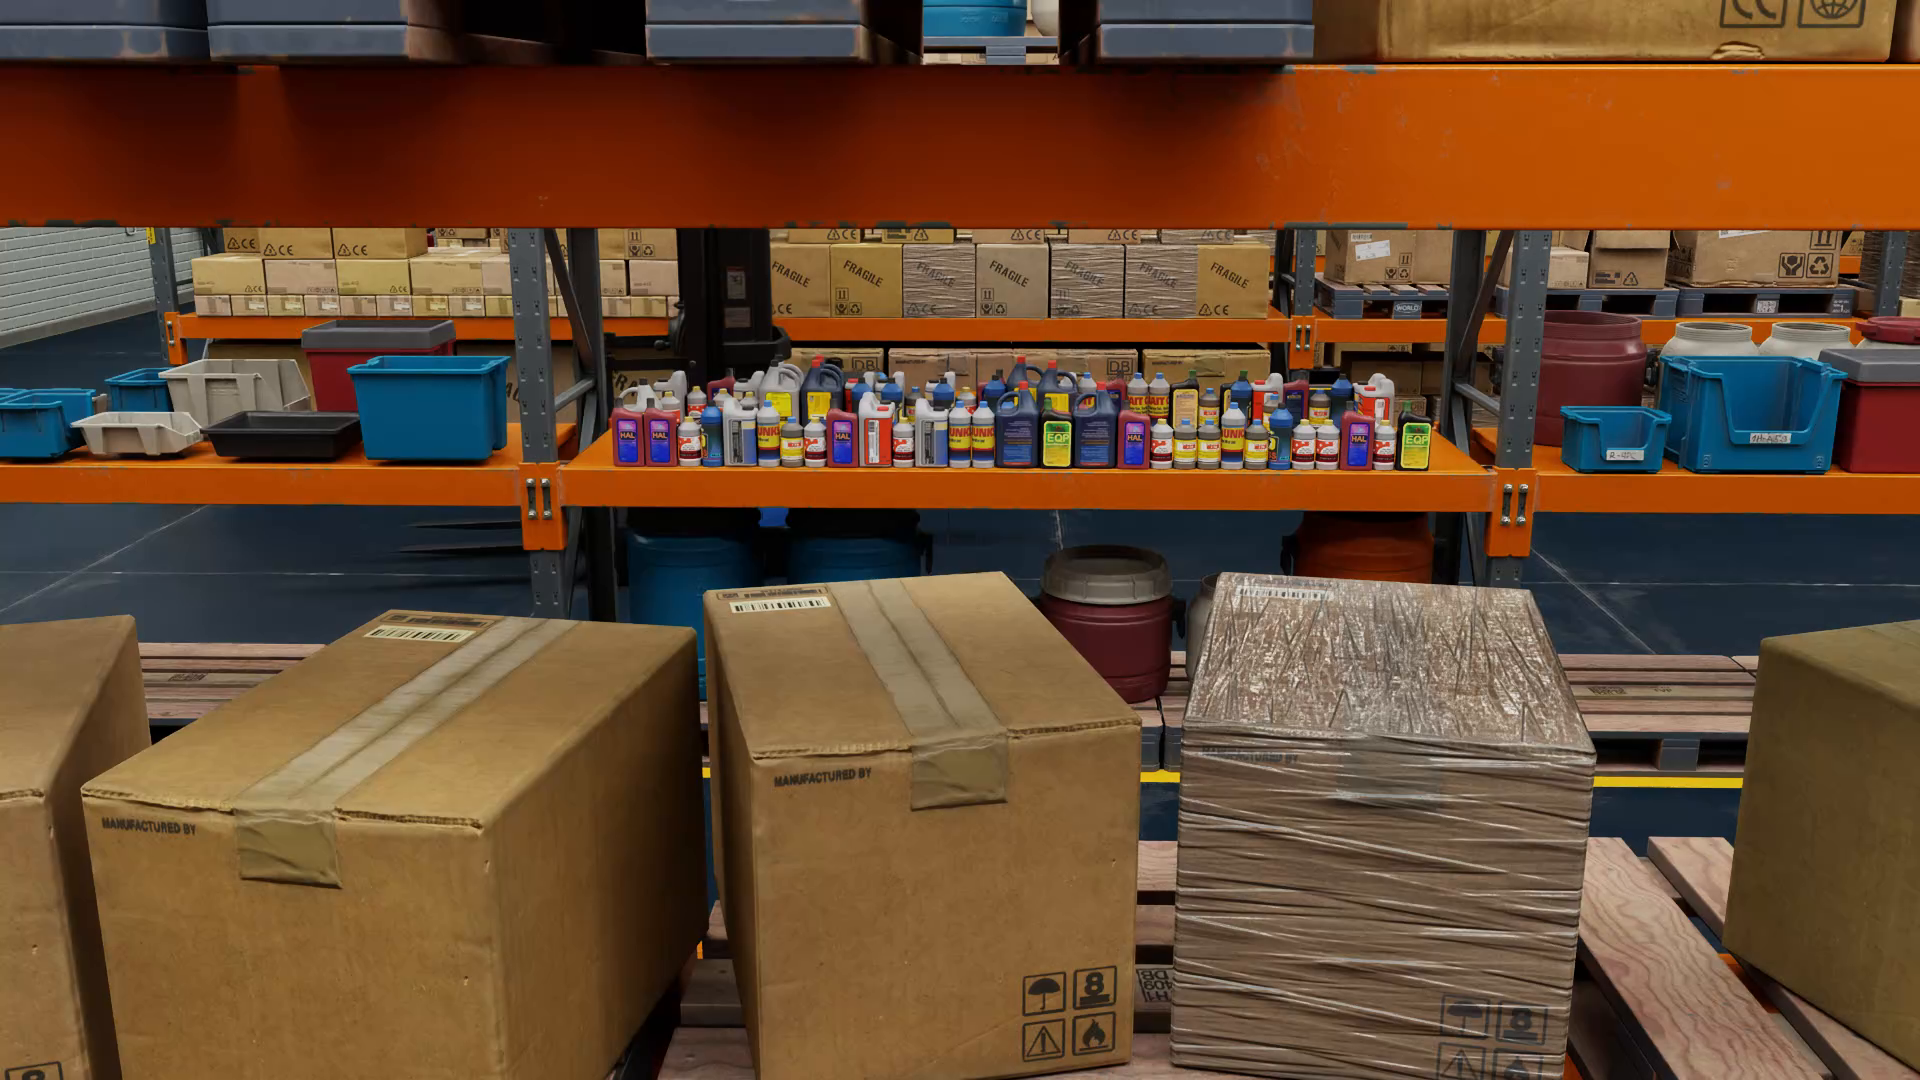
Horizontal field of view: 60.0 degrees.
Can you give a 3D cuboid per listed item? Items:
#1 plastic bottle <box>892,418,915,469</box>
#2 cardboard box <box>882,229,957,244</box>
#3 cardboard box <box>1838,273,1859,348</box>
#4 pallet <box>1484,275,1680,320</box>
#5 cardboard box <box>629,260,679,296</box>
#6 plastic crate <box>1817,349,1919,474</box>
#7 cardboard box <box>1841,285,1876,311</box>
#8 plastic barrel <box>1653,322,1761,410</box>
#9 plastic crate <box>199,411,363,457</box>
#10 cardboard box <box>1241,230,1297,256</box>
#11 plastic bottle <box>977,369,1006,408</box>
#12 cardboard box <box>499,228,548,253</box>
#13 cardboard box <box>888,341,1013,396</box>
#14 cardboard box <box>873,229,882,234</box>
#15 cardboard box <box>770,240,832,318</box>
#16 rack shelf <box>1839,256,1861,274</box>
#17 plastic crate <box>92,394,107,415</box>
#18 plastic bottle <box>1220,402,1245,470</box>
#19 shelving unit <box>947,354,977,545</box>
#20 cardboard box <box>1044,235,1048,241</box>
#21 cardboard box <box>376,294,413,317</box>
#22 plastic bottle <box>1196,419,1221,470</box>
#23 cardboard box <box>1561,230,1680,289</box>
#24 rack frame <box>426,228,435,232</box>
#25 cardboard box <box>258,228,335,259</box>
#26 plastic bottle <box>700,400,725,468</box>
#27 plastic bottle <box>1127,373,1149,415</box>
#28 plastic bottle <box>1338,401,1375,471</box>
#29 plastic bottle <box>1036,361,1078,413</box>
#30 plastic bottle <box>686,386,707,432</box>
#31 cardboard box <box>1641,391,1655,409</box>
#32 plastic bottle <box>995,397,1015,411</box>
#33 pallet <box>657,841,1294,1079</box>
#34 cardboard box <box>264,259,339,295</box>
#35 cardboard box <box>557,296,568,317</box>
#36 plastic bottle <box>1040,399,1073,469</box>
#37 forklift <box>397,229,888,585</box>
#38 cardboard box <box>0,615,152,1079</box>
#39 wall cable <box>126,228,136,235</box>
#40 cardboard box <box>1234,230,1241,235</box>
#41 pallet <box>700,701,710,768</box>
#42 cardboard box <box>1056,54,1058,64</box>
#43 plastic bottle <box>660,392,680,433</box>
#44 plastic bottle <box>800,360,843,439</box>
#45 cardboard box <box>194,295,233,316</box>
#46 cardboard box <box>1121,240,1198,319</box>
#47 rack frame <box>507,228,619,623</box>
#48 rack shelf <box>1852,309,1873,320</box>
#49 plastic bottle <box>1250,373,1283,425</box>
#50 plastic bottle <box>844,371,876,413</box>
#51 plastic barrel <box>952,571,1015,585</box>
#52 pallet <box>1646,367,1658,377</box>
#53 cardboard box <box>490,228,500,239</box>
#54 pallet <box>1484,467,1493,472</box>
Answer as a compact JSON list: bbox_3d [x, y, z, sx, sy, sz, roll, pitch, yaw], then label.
[{"bbox_3d":[-0.233,-0.404,6.882,0.097,0.201,0.097,0,15,0],"label":"plastic bottle"},{"bbox_3d":[-0.276,-2.401,11.899,0.637,0.503,0.797,1,15,2],"label":"cardboard box"},{"bbox_3d":[9.064,-2.232,16.762,0.875,0.875,0.875,0,15,1],"label":"cardboard box"},{"bbox_3d":[4.378,-1.756,11.992,1.213,0.211,1.003,0,15,1],"label":"pallet"},{"bbox_3d":[-2.048,-1.885,11.814,0.500,0.250,0.500,0,15,0],"label":"cardboard box"},{"bbox_3d":[3.880,-0.531,6.846,0.583,0.464,0.402,0,15,1],"label":"plastic crate"},{"bbox_3d":[6.620,-1.777,12.189,0.250,0.149,0.380,0,15,1],"label":"cardboard box"},{"bbox_3d":[3.306,-0.690,7.357,0.421,0.512,0.421,0,15,0],"label":"plastic barrel"},{"bbox_3d":[-2.853,-0.449,7.084,0.590,0.125,0.437,0,15,1],"label":"plastic crate"},{"bbox_3d":[3.068,-3.092,16.484,0.500,0.500,0.500,1,15,2],"label":"cardboard box"},{"bbox_3d":[0.144,-0.640,7.614,0.133,0.283,0.061,0,15,1],"label":"plastic bottle"},{"bbox_3d":[-3.085,-2.387,12.249,0.500,0.500,0.500,0,15,0],"label":"cardboard box"},{"bbox_3d":[-0.067,-1.048,12.276,0.875,0.875,1.225,0,15,-1],"label":"cardboard box"},{"bbox_3d":[-0.713,-3.103,16.391,0.250,0.149,0.380,1,15,2],"label":"cardboard box"},{"bbox_3d":[-1.147,-1.859,11.810,0.500,0.500,0.500,0,15,2],"label":"cardboard box"},{"bbox_3d":[8.624,-2.729,16.713,4.000,0.370,1.077,0,15,1],"label":"rack shelf"},{"bbox_3d":[-4.041,-0.584,7.574,0.250,0.136,0.298,0,15,1],"label":"plastic crate"},{"bbox_3d":[1.122,-0.429,6.840,0.097,0.271,0.097,0,15,0],"label":"plastic bottle"},{"bbox_3d":[0.014,-0.580,10.687,0.189,1.200,0.258,0,15,1],"label":"shelving unit"},{"bbox_3d":[0.392,-1.981,12.274,0.500,0.500,0.500,0,15,2],"label":"cardboard box"},{"bbox_3d":[-3.967,-1.688,11.850,0.250,0.149,0.380,0,15,1],"label":"cardboard box"},{"bbox_3d":[1.025,-0.396,6.851,0.097,0.201,0.097,0,15,0],"label":"plastic bottle"},{"bbox_3d":[4.662,-2.066,11.765,0.637,0.503,0.797,2,15,7],"label":"cardboard box"},{"bbox_3d":[-5.371,-3.168,16.967,0.127,3.000,1.000,0,15,1],"label":"rack frame"},{"bbox_3d":[-4.626,-2.262,11.775,0.500,0.500,0.500,0,15,0],"label":"cardboard box"},{"bbox_3d":[-1.025,-0.443,6.893,0.097,0.271,0.097,0,15,0],"label":"plastic bottle"},{"bbox_3d":[0.809,-0.625,7.582,0.097,0.271,0.097,0,15,0],"label":"plastic bottle"},{"bbox_3d":[1.626,-0.427,6.808,0.133,0.283,0.061,0,15,1],"label":"plastic bottle"},{"bbox_3d":[0.432,-0.621,7.411,0.185,0.351,0.144,0,15,1],"label":"plastic bottle"},{"bbox_3d":[-1.208,-0.604,7.640,0.097,0.201,0.097,0,15,0],"label":"plastic bottle"},{"bbox_3d":[4.748,-0.850,12.221,0.500,0.500,0.700,-1,15,-3],"label":"cardboard box"},{"bbox_3d":[0.197,-0.472,7.002,0.097,0.271,0.097,0,15,0],"label":"plastic bottle"},{"bbox_3d":[0.198,0.756,2.470,1.213,0.211,1.003,0,15,1],"label":"pallet"},{"bbox_3d":[-4.606,-1.901,11.877,0.500,0.250,0.500,0,15,1],"label":"cardboard box"},{"bbox_3d":[-2.684,-1.679,11.818,0.250,0.149,0.380,1,15,2],"label":"cardboard box"},{"bbox_3d":[0.396,-0.435,6.838,0.133,0.283,0.061,0,15,1],"label":"plastic bottle"},{"bbox_3d":[-1.870,-1.294,9.999,3.031,2.935,1.130,-3,15,-11],"label":"forklift"},{"bbox_3d":[-1.389,0.458,2.207,0.500,0.500,0.700,-5,16,-17],"label":"cardboard box"},{"bbox_3d":[-10.983,-4.968,21.737,0.123,1.953,0.585,0,15,1],"label":"wall cable"},{"bbox_3d":[3.083,-3.230,17.005,0.500,0.500,0.500,0,15,1],"label":"cardboard box"},{"bbox_3d":[-0.956,0.750,7.585,1.213,0.211,1.003,0,15,1],"label":"pallet"},{"bbox_3d":[0.922,-3.522,11.410,0.500,0.500,0.500,1,15,4],"label":"cardboard box"},{"bbox_3d":[-1.309,-0.566,7.496,0.097,0.201,0.097,0,15,0],"label":"plastic bottle"},{"bbox_3d":[-0.618,-0.630,7.445,0.185,0.351,0.144,0,15,1],"label":"plastic bottle"},{"bbox_3d":[-5.252,-1.696,11.879,0.250,0.149,0.380,1,15,2],"label":"cardboard box"},{"bbox_3d":[1.401,-1.845,11.755,0.500,0.500,0.500,0,15,1],"label":"cardboard box"},{"bbox_3d":[-1.727,-0.614,7.289,0.127,3.000,1.000,0,15,1],"label":"rack frame"},{"bbox_3d":[8.397,-1.464,11.921,4.000,0.370,1.077,0,15,1],"label":"rack shelf"},{"bbox_3d":[1.385,-0.617,7.540,0.135,0.276,0.152,0,15,1],"label":"plastic bottle"},{"bbox_3d":[-0.455,-0.629,7.586,0.135,0.276,0.152,0,15,1],"label":"plastic bottle"},{"bbox_3d":[0.087,0.424,7.405,0.421,0.512,0.421,0,15,0],"label":"plastic barrel"},{"bbox_3d":[7.383,-1.716,16.932,1.213,0.211,1.003,0,15,1],"label":"pallet"},{"bbox_3d":[-4.394,-3.290,16.649,0.500,0.500,0.500,0,15,2],"label":"cardboard box"},{"bbox_3d":[4.396,-0.489,12.279,1.213,0.211,1.003,0,15,1],"label":"pallet"}]
